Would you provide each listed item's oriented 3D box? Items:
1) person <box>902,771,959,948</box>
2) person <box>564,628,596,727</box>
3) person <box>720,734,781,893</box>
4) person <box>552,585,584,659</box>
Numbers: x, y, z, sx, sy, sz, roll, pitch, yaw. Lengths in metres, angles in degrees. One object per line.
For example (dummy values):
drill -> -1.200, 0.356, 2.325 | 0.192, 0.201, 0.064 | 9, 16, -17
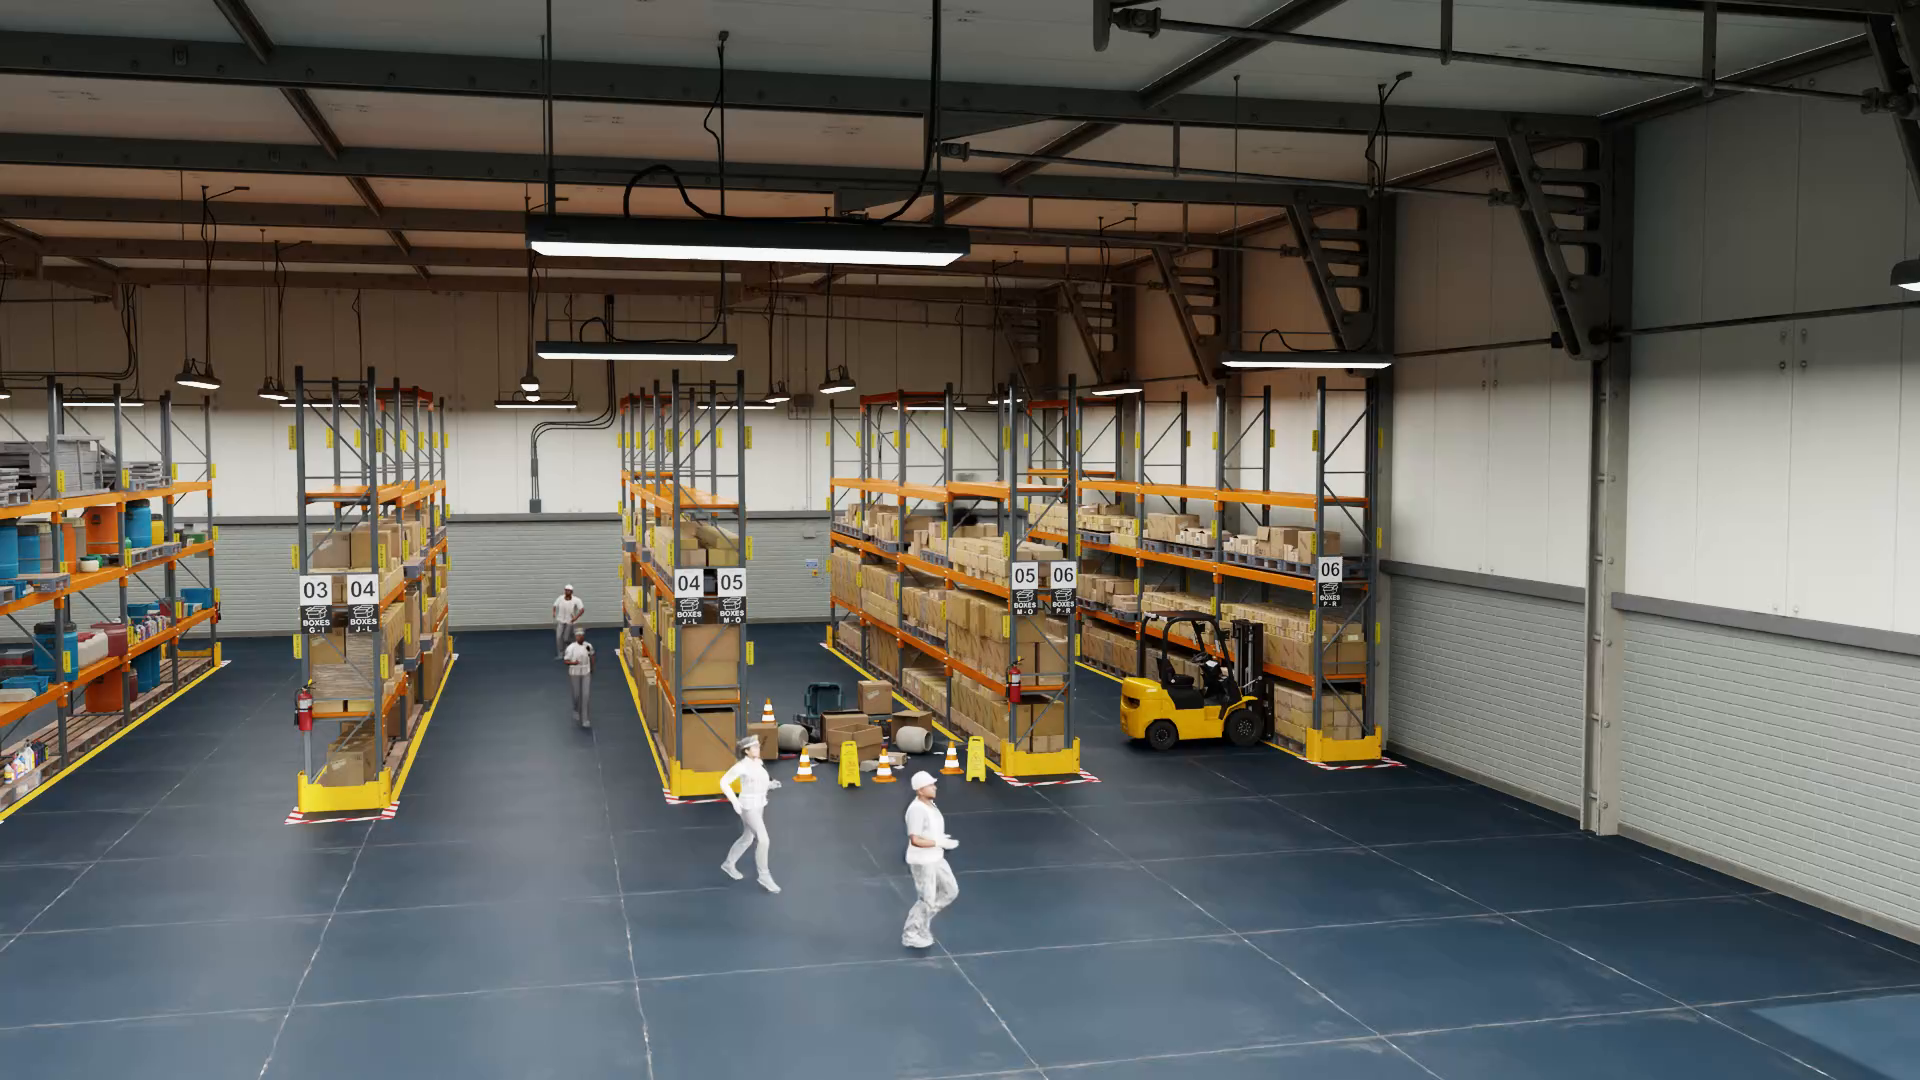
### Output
person -> -0.268, 3.140, 16.330 | 0.627, 1.743, 0.641 | 1, 4, 16
person -> -6.678, 2.382, 29.277 | 0.581, 1.699, 0.876 | -1, 4, -20
person -> -2.349, 3.036, 18.609 | 0.807, 1.742, 0.587 | 1, 4, 19
person -> -9.035, 1.874, 38.288 | 0.734, 1.711, 0.637 | 0, 3, 7
